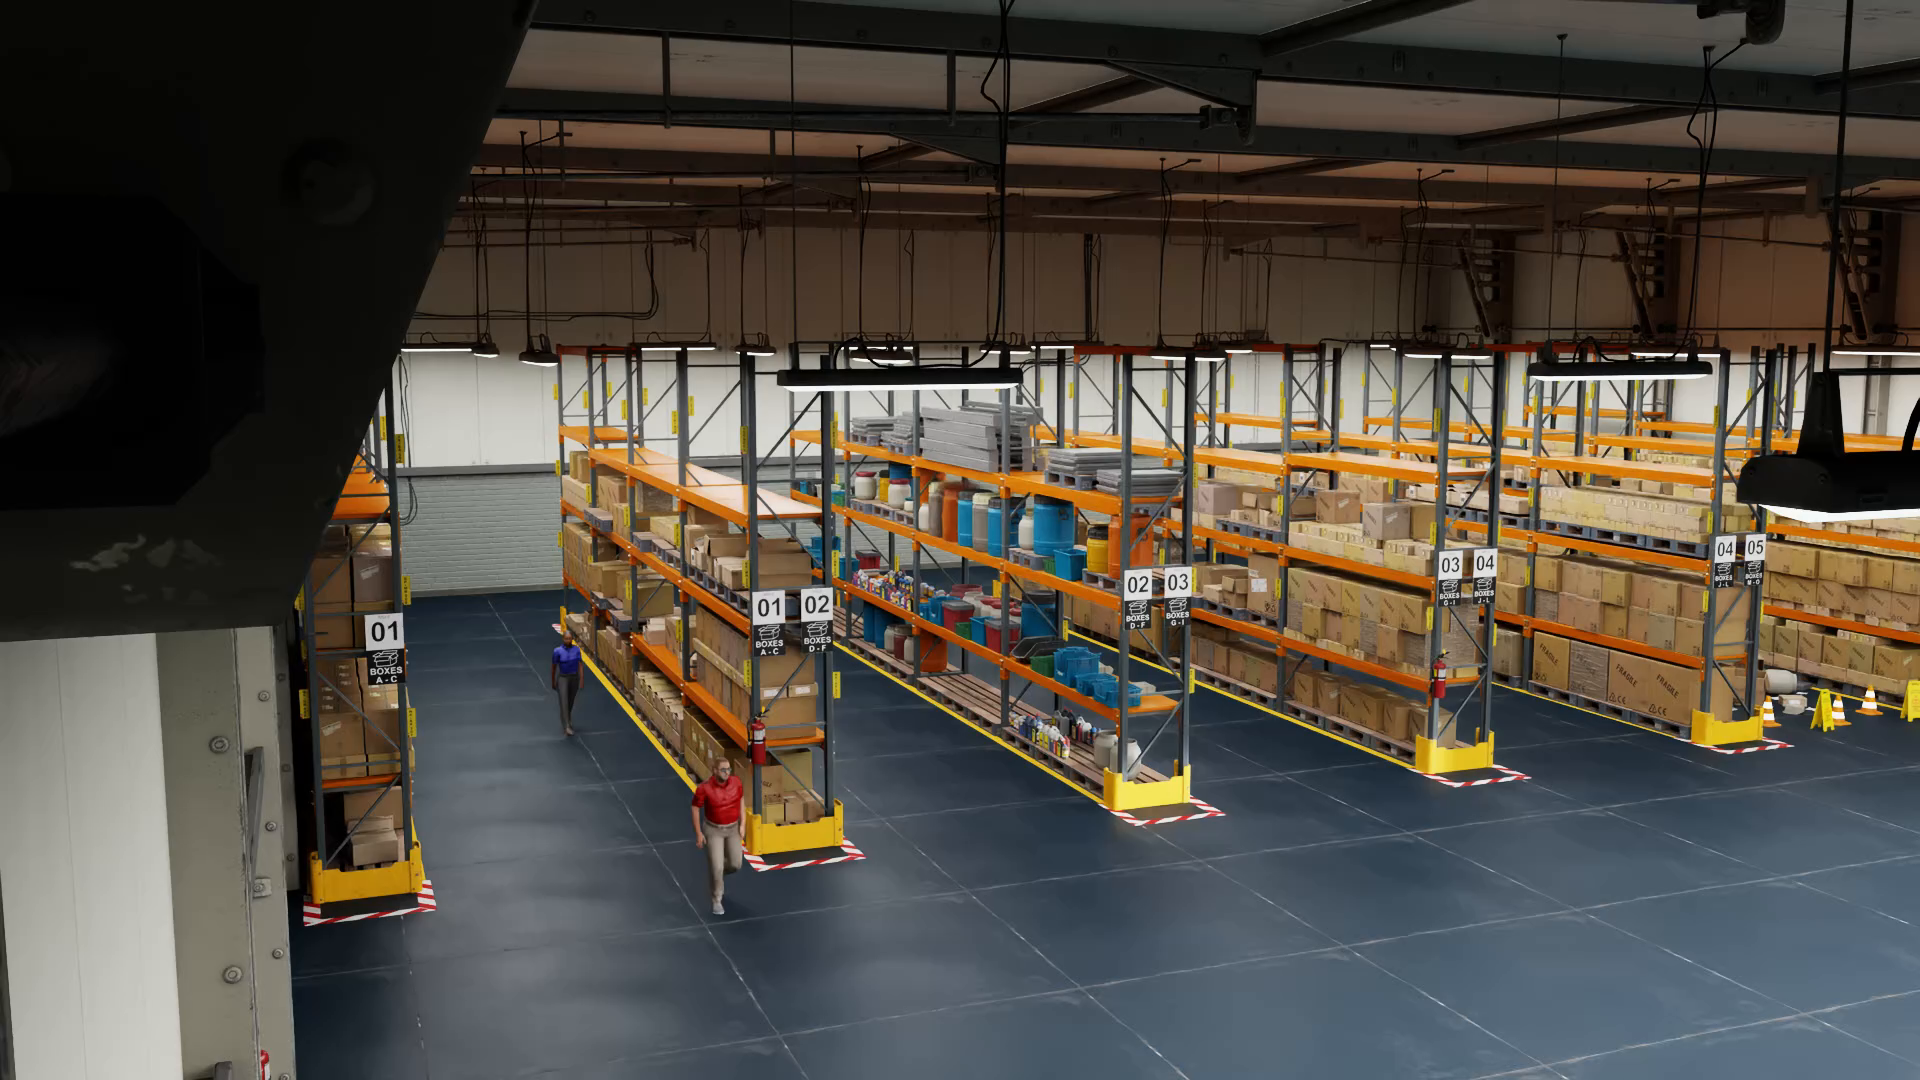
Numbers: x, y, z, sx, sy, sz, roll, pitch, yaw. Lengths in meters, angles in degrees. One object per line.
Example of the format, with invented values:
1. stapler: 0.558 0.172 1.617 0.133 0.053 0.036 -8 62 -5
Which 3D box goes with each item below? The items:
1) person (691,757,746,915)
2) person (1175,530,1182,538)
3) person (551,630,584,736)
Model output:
1. person: -2.662 3.188 18.246 0.626 1.711 0.636 -5 9 -34
2. person: 5.795 0.037 42.967 0.452 1.654 0.675 4 8 28
3. person: -6.120 2.217 26.048 0.470 1.590 0.977 -5 9 -35
